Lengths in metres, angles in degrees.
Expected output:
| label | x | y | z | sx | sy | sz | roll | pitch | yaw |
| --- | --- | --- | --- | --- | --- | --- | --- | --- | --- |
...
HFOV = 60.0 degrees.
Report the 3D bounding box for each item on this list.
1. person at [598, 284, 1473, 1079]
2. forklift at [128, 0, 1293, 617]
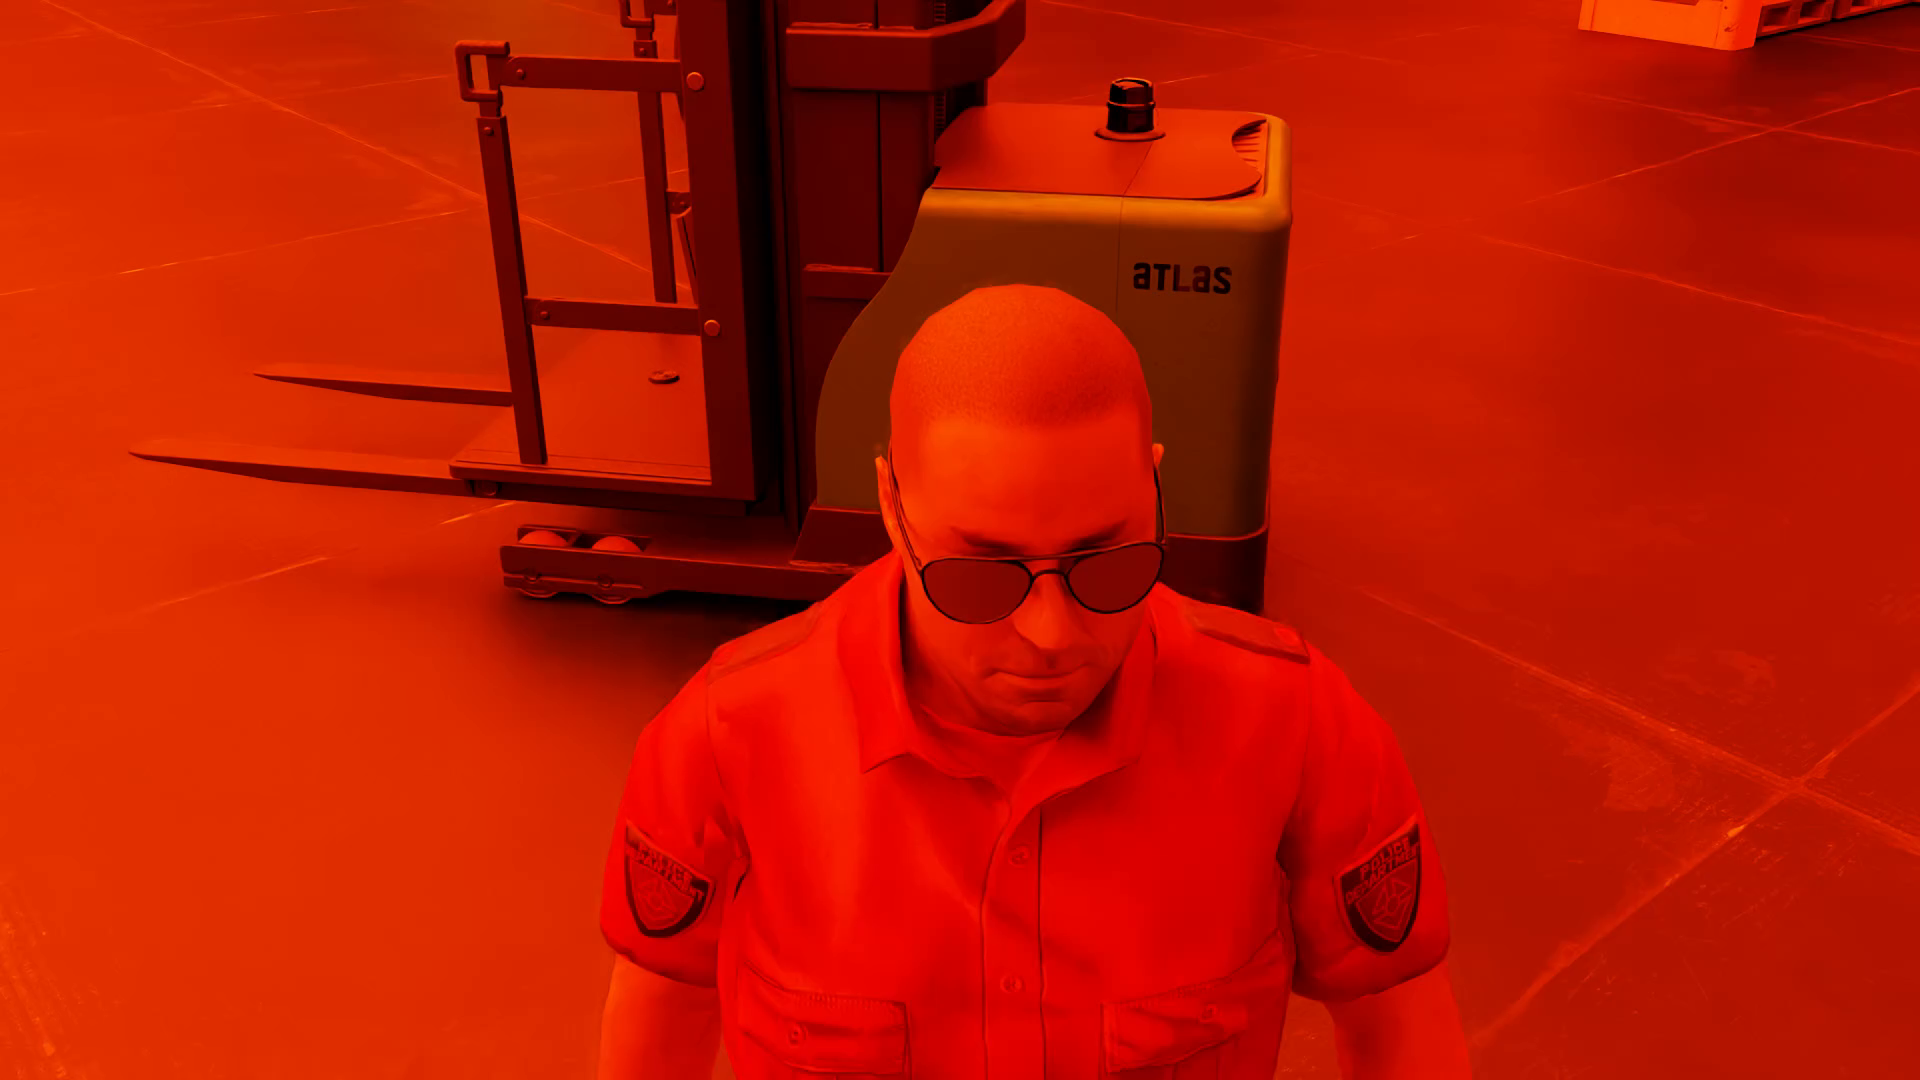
| label | x | y | z | sx | sy | sz | roll | pitch | yaw |
| --- | --- | --- | --- | --- | --- | --- | --- | --- | --- |
| person | 0.051 | 0.635 | 1.302 | 0.699 | 1.708 | 0.477 | -1 | 26 | -2 |
| forklift | -0.694 | -1.377 | 3.978 | 3.031 | 2.935 | 1.130 | 5 | 27 | 9 |
